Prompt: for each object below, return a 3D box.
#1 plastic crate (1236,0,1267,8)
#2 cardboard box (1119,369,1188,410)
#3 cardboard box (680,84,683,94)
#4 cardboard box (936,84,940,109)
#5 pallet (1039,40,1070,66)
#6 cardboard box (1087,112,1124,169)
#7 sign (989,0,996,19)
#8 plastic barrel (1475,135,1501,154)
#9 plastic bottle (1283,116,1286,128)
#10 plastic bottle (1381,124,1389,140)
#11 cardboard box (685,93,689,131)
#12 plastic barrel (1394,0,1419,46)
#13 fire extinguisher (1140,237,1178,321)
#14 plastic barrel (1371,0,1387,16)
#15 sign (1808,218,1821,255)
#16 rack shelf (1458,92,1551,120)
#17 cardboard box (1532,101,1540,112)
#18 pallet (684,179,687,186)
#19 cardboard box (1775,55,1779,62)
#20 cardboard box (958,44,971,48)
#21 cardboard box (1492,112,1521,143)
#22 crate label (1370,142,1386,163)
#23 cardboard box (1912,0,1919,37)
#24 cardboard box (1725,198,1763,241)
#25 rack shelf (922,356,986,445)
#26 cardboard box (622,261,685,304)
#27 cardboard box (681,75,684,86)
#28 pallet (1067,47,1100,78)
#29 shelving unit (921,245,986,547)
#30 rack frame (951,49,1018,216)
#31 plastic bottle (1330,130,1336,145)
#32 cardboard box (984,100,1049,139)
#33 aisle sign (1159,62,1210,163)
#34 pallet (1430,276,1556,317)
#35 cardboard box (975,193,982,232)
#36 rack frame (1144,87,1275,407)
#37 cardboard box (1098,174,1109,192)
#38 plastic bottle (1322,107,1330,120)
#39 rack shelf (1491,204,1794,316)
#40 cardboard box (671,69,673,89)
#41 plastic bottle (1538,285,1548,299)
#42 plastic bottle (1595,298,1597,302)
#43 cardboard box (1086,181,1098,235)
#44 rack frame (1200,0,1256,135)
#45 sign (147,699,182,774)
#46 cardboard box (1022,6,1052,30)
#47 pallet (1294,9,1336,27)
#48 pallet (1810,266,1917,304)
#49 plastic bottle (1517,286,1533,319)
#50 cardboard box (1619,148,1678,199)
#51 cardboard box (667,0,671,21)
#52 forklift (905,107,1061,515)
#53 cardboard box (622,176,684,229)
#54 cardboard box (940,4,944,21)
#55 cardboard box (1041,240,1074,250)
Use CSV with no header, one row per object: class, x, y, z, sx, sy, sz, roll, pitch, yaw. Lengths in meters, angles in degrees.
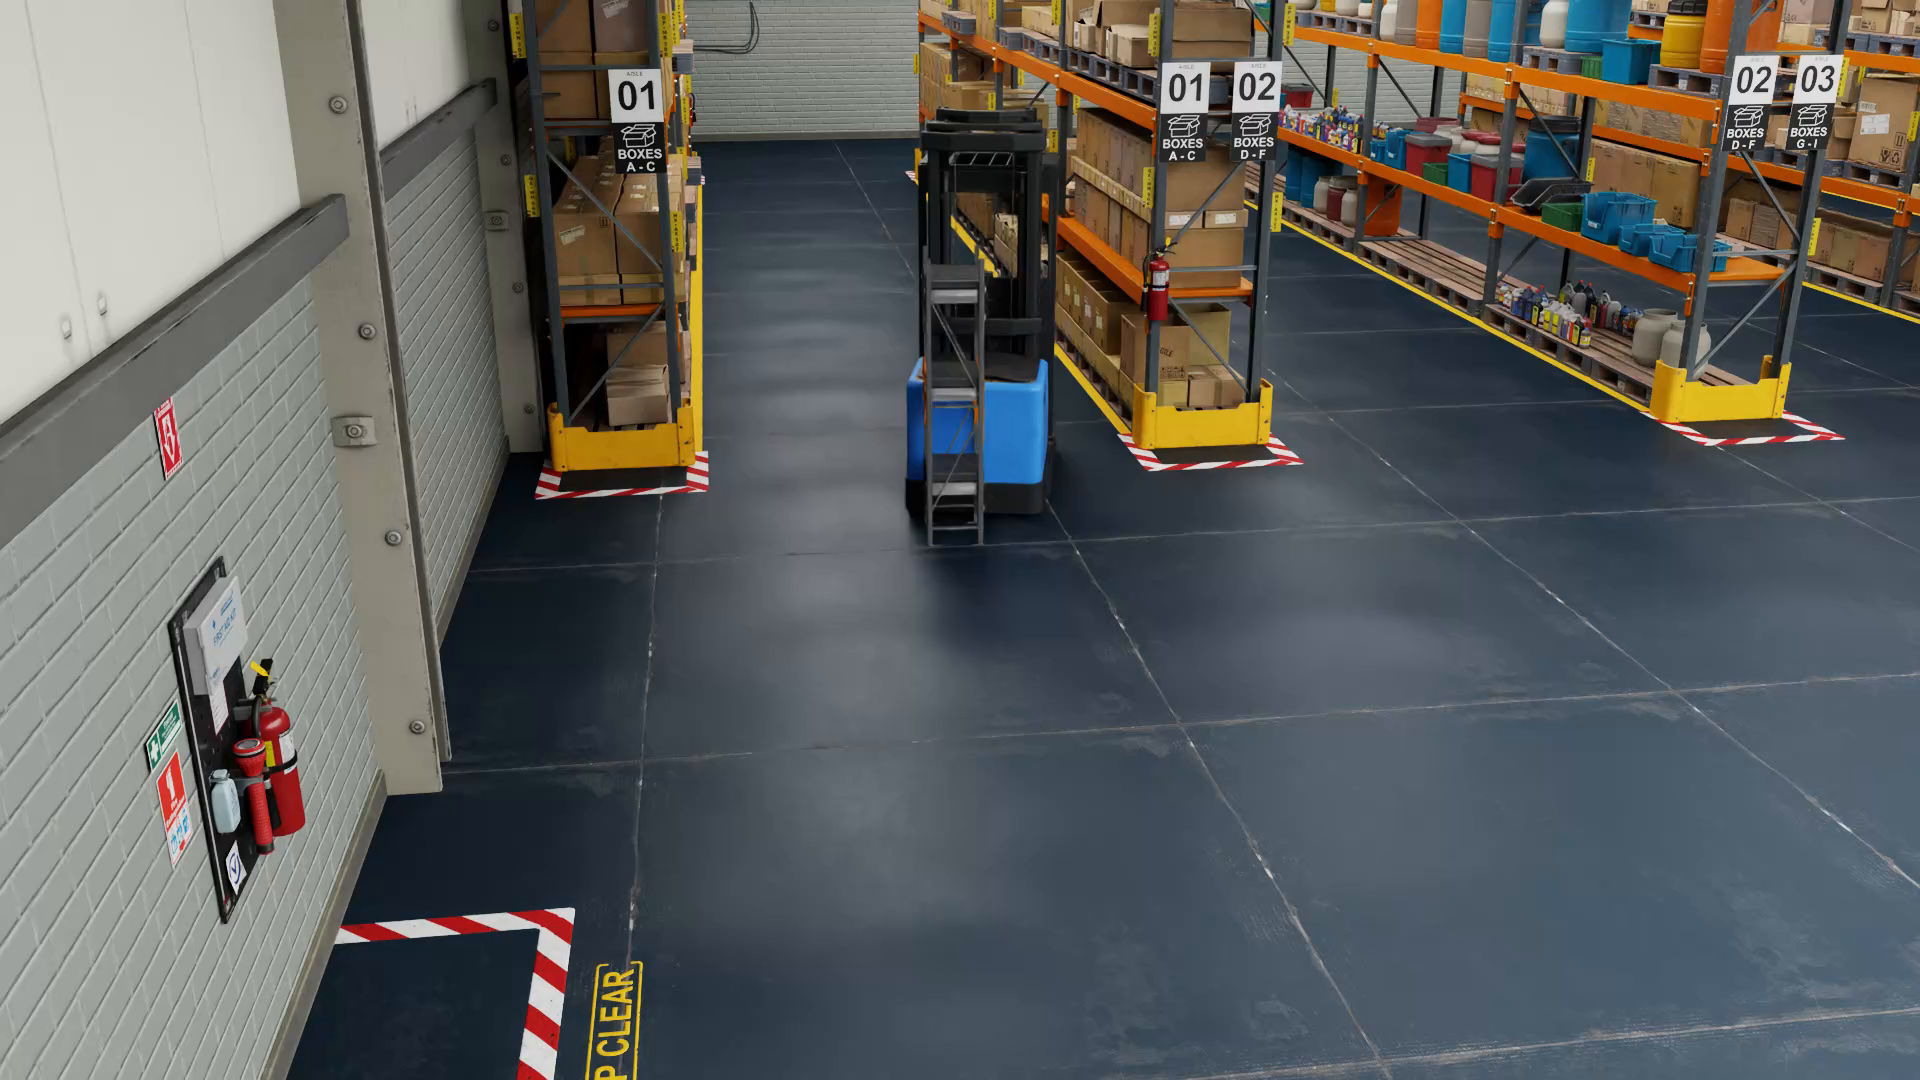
plastic crate,4.709,-8.636,26.933,0.437,0.282,0.530,-3,21,-8
cardboard box,1.729,-1.360,14.901,0.500,0.250,0.500,-3,21,-8
cardboard box,-3.920,-5.876,21.992,0.500,0.250,0.500,-3,21,-7
cardboard box,-0.109,-6.999,26.525,0.500,0.500,0.500,-2,21,-7
pallet,1.382,-5.286,18.068,0.805,0.209,1.217,-4,21,-10
cardboard box,1.667,-3.992,16.621,0.700,0.500,0.500,-3,21,-8
sign,0.408,-6.671,20.765,0.100,0.325,0.005,-3,21,-8
plastic barrel,6.398,-4.574,19.982,0.433,0.535,0.433,0,20,0
plastic bottle,4.956,-6.357,25.234,0.097,0.201,0.097,0,20,0
plastic bottle,5.997,-5.733,23.462,0.097,0.271,0.097,0,20,0
cardboard box,-4.594,-6.514,24.940,0.980,0.700,0.700,-3,21,-7
plastic barrel,5.751,-6.644,20.714,0.600,0.901,0.600,0,20,0
fire extinguisher,1.656,-2.180,13.877,0.296,0.674,0.183,-3,21,-8
plastic barrel,5.769,-7.299,21.970,0.600,0.830,0.708,-3,21,-8
sign,7.546,-2.685,14.723,0.100,0.325,0.005,-3,21,-8
rack shelf,9.884,-7.289,28.474,1.077,0.370,4.000,-3,21,-8
cardboard box,9.693,-7.172,27.491,0.380,0.149,0.250,-3,21,-7
pallet,-3.630,-4.026,18.983,1.003,0.211,1.213,-3,21,-8
cardboard box,14.453,-8.664,29.130,0.500,0.500,0.500,-3,21,-9
cardboard box,0.202,-8.021,27.832,0.500,0.500,0.500,-2,21,-6
cardboard box,9.899,-6.988,29.074,0.875,0.875,0.875,-3,21,-8
crate label,5.538,-5.056,21.705,0.303,0.233,0.416,-3,21,-8
cardboard box,11.356,-5.982,18.911,0.797,0.503,0.637,-4,21,-10
cardboard box,10.865,-4.353,22.528,0.700,0.500,0.500,-4,21,-11
rack shelf,-0.048,-1.008,11.954,0.431,0.518,0.480,-1,21,-3
cardboard box,-2.559,-2.154,13.881,0.500,0.250,0.500,-4,21,-9
cardboard box,-4.148,-6.405,23.409,0.500,0.250,0.500,-2,21,-7
pallet,1.671,-4.735,16.447,1.003,0.211,1.213,-3,21,-8
shelving unit,-0.048,-1.021,11.949,0.431,2.100,0.503,-1,21,-3
rack frame,0.369,-6.436,25.160,1.000,3.000,0.127,-3,21,-8
plastic bottle,5.251,-5.648,23.334,0.097,0.201,0.097,0,20,0
cardboard box,0.743,-5.507,21.929,0.700,0.500,0.500,-10,23,-26
aisle sign,1.818,-3.461,13.480,0.394,0.787,0.004,-3,21,-8
pallet,6.273,-2.878,19.620,1.003,0.211,1.213,-3,21,-8
cardboard box,0.504,-4.577,23.127,0.500,0.500,0.500,-4,21,-10
rack frame,2.099,-2.281,14.036,1.000,3.000,0.127,-3,21,-8
cardboard box,1.559,-3.468,16.143,0.380,0.149,0.250,-4,21,-9
plastic bottle,5.648,-6.506,25.525,0.152,0.276,0.135,-3,21,-8
rack shelf,6.713,-2.885,16.681,1.077,0.370,4.000,-3,21,-8
cardboard box,-2.884,-4.348,15.112,0.500,0.500,0.500,-4,21,-10
plastic bottle,6.273,-2.586,18.011,0.144,0.351,0.185,-3,21,-8
plastic bottle,6.895,-2.519,17.926,0.061,0.283,0.133,-2,21,-4
cardboard box,1.675,-3.377,16.828,0.700,0.500,0.500,-3,21,-8
rack frame,4.695,-8.069,29.533,1.000,3.000,0.127,-3,21,-8
sign,-2.590,0.636,5.417,0.001,0.109,0.331,-3,21,-8
cardboard box,1.067,-6.428,20.467,0.500,0.250,0.500,-4,21,-12
pallet,5.481,-7.734,24.620,1.213,0.211,1.003,-3,21,-8
pallet,11.212,-3.127,20.287,1.003,0.211,1.213,-3,21,-8
plastic bottle,6.130,-2.579,17.991,0.144,0.351,0.185,-2,21,-6
cardboard box,10.549,-5.299,24.554,1.225,0.875,0.875,-3,21,-8
cardboard box,-2.863,-4.815,14.933,0.500,0.500,0.500,-4,21,-10
forklift,0.239,-2.038,13.483,1.130,2.935,3.031,2,21,5
cardboard box,-2.790,-3.029,15.154,0.500,0.500,0.500,-2,21,-6
cardboard box,-0.026,-8.099,25.541,0.500,0.250,0.500,-3,21,-8
cardboard box,1.029,-3.316,19.334,0.500,0.311,0.500,-3,21,-8
